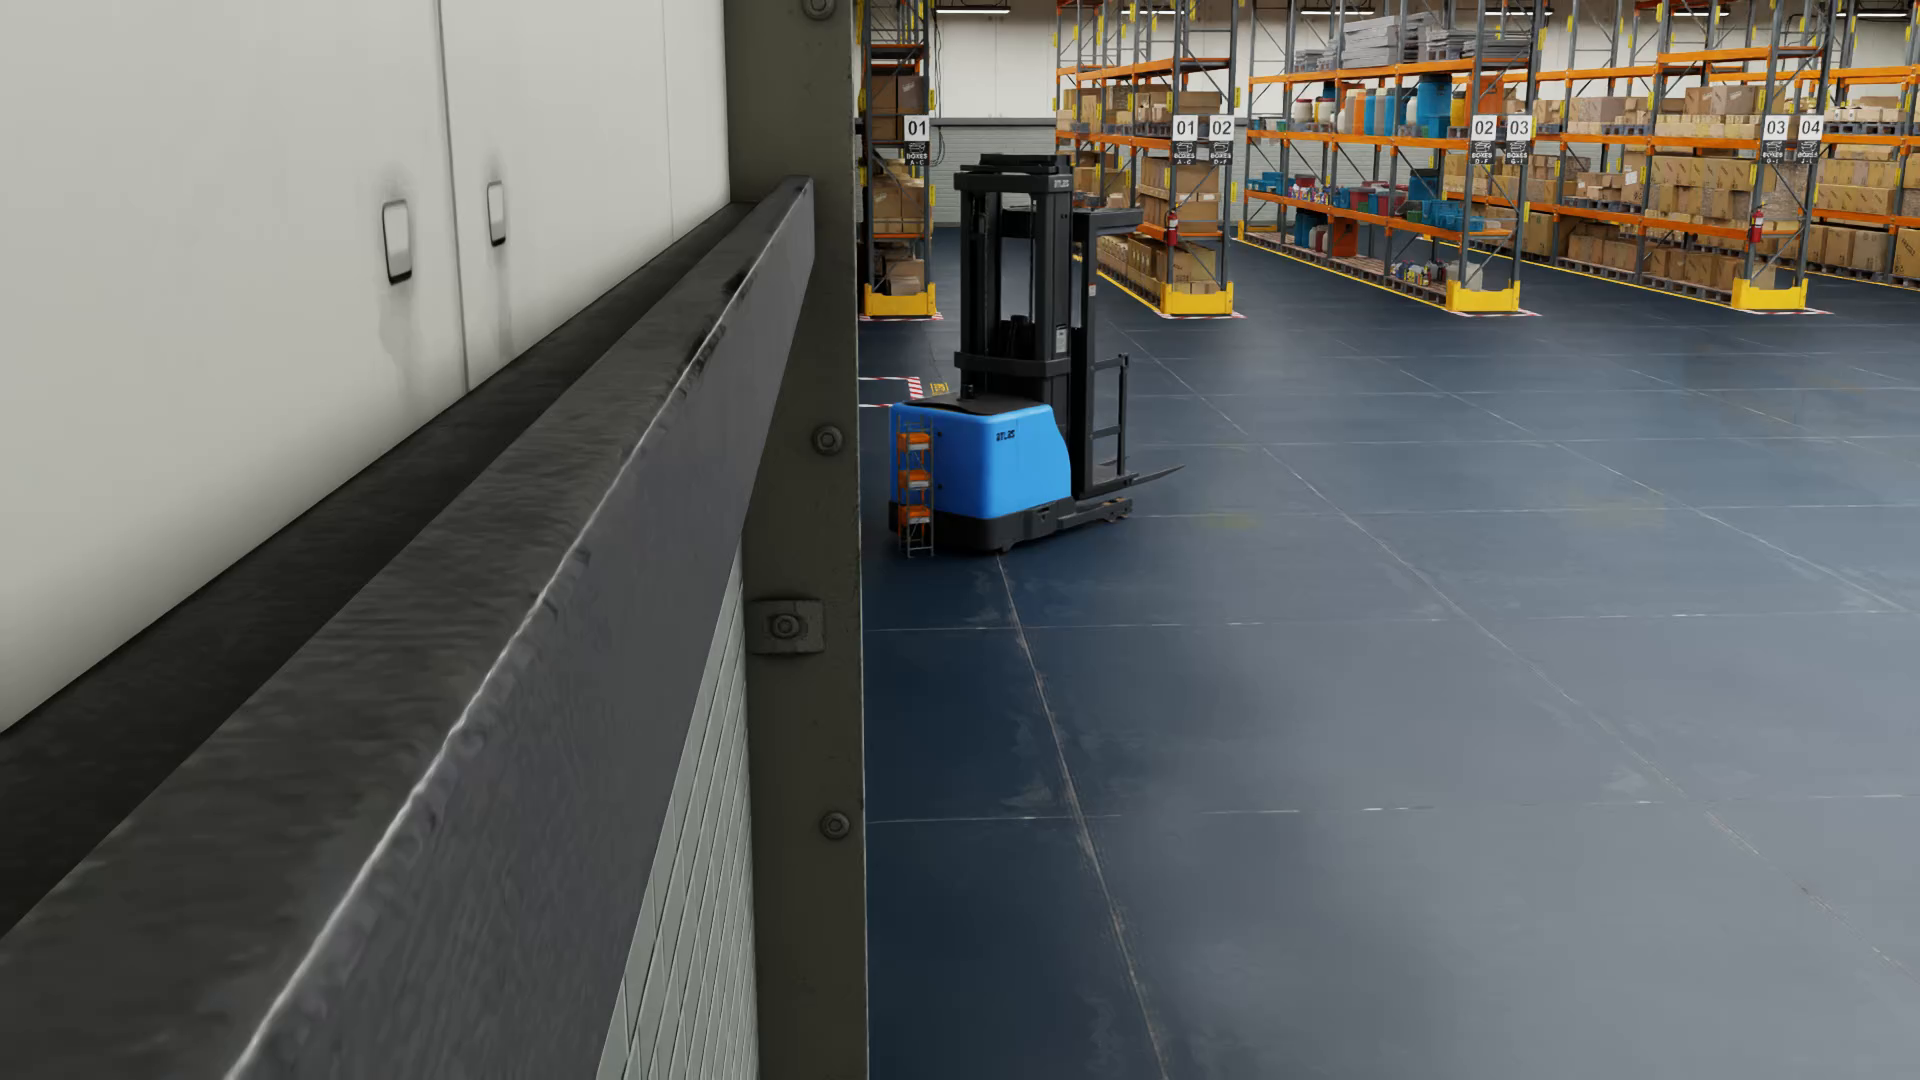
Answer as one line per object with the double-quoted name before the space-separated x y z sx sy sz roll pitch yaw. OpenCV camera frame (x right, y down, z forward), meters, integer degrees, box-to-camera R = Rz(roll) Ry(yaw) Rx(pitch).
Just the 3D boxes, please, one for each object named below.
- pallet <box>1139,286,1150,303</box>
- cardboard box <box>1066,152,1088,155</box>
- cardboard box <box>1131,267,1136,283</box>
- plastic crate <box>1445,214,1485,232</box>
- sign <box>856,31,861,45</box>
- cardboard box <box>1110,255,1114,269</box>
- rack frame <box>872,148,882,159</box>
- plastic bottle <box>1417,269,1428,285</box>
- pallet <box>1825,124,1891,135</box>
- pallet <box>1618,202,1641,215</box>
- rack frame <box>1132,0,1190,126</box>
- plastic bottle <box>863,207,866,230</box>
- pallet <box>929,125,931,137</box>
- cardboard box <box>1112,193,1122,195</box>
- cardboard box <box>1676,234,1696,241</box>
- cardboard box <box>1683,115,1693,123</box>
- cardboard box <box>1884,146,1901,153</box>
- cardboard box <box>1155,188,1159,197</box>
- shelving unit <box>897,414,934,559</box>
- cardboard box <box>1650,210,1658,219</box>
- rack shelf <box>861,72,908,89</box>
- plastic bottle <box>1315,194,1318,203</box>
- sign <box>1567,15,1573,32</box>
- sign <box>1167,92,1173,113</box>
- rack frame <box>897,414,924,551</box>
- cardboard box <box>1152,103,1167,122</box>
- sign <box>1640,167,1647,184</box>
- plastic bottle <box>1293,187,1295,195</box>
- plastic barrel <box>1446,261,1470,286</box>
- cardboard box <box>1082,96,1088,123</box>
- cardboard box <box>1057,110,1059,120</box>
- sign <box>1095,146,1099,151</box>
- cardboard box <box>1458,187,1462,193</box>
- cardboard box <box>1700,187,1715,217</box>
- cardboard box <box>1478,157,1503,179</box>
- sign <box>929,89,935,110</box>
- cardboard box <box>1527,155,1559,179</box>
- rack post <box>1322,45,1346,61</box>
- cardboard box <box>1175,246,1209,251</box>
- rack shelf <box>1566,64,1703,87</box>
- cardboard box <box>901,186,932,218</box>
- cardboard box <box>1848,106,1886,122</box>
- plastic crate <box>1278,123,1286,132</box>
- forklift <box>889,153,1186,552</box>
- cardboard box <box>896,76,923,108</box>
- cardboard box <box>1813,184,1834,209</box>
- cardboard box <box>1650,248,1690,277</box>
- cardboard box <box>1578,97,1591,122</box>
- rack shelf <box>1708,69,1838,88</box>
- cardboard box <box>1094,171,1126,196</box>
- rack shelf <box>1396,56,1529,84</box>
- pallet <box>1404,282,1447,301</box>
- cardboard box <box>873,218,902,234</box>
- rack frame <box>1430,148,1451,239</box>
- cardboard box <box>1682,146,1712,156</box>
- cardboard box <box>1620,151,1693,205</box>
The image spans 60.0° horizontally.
"pallet" 3.784 -4.400 29.703 1.003 0.211 1.213 -1 14 -3
"cardboard box" 2.847 -9.150 40.360 0.500 0.500 0.500 -1 14 -3
"cardboard box" 3.450 -4.880 30.649 0.500 0.250 0.500 -1 14 -3
"plastic crate" 8.560 -5.381 28.220 0.499 0.251 0.616 -1 14 -3
"sign" -2.544 -12.587 41.696 0.100 0.325 0.005 -1 14 -3
"cardboard box" 3.291 -5.603 33.458 0.500 0.250 0.500 -1 14 -2
"rack frame" -1.738 -8.165 38.741 0.949 2.616 0.053 -1 14 -3
"plastic bottle" 8.350 -4.741 30.015 0.152 0.276 0.135 -1 14 -3
"pallet" 18.459 -8.375 33.916 1.003 0.211 1.213 0 14 -1
"pallet" 13.683 -6.504 32.671 1.003 0.211 1.213 -1 14 -3
"rack frame" 3.698 -9.158 30.561 1.000 3.000 0.127 -1 14 -3
"plastic bottle" -1.370 -6.324 33.031 1.077 0.370 4.000 -1 14 -3
"pallet" -1.178 -7.692 31.261 1.213 0.211 1.003 -1 14 -3
"cardboard box" 3.429 -7.113 34.832 0.500 0.311 0.500 0 14 0
"cardboard box" 17.682 -7.361 40.494 0.380 0.149 0.250 -1 14 -3
"cardboard box" 13.366 -7.631 30.148 0.380 0.149 0.250 -1 14 -4
"cardboard box" 22.644 -9.466 40.288 0.380 0.149 0.250 -1 14 -5
"cardboard box" 3.634 -6.098 29.206 0.380 0.149 0.250 -1 14 -4
"shelving unit" -0.336 -0.406 12.496 0.215 1.050 0.252 -5 15 -17
"cardboard box" 13.301 -6.163 31.463 0.380 0.149 0.250 -1 14 -3
"rack shelf" -1.618 -10.031 36.200 1.077 0.370 4.000 -1 14 -3
"plastic bottle" 7.904 -7.553 36.759 0.097 0.201 0.097 0 14 0
"sign" 12.784 -10.825 34.846 0.100 0.325 0.005 -1 14 -3
"sign" 3.403 -7.096 26.949 0.100 0.325 0.005 -1 14 -3
"rack frame" -0.374 -0.435 12.609 0.200 1.050 0.008 -5 15 -17
"cardboard box" 3.577 -7.359 28.645 0.500 0.311 0.500 1 14 3
"sign" 13.032 -6.956 31.719 0.100 0.325 0.005 -1 14 -3
"plastic bottle" 7.783 -8.072 38.638 0.097 0.271 0.097 0 14 0
"plastic barrel" 8.742 -4.619 29.110 0.421 0.512 0.421 0 14 0
"cardboard box" 3.160 -9.869 38.099 0.600 0.600 0.600 -2 15 -9
"cardboard box" 2.727 -10.728 41.978 0.500 0.250 0.500 -1 14 -3
"sign" 3.510 -9.955 42.738 0.100 0.325 0.005 -1 14 -3
"cardboard box" 12.649 -8.726 41.427 0.380 0.149 0.250 -1 14 -3
"cardboard box" 13.688 -5.987 29.479 0.875 0.500 0.500 -1 14 -3
"cardboard box" 12.794 -8.939 39.949 0.500 0.500 0.500 0 14 -2
"sign" -0.457 -7.065 26.692 0.100 0.325 0.005 -1 14 -3
"cardboard box" 13.223 -8.445 37.614 0.797 0.503 0.637 0 14 -2
"rack post" 8.308 -10.371 35.429 0.954 0.300 0.937 -1 14 -3
"cardboard box" 4.058 -4.878 29.137 0.500 0.500 0.500 -1 14 -3
"rack shelf" 13.462 -9.266 33.225 1.077 0.370 4.000 -1 14 -3
"cardboard box" -0.728 -5.604 27.544 0.500 0.500 0.500 -1 14 -3
"cardboard box" 18.214 -8.550 33.353 0.500 0.311 0.500 -1 14 -5
"plastic crate" 7.818 -9.769 39.379 0.450 0.188 0.662 -1 14 -3
"forklift" 0.773 -1.634 13.494 1.130 2.935 3.031 12 19 38
"cardboard box" -0.780 -7.275 27.015 0.500 0.500 0.500 -2 15 -7
"cardboard box" 18.118 -7.132 34.525 0.500 0.500 0.500 -1 14 -3
"cardboard box" 13.570 -5.298 31.770 0.500 0.500 0.500 -1 14 -5
"cardboard box" 13.138 -8.896 34.357 0.500 0.500 0.500 -1 14 -3
"rack shelf" 18.170 -10.312 37.291 1.077 0.370 4.000 -1 14 -3
"cardboard box" 3.299 -7.654 35.712 0.700 0.500 0.500 -6 16 -22
"rack shelf" 8.766 -8.194 29.061 1.077 0.370 4.000 -1 14 -3
"pallet" 8.721 -4.506 30.116 1.003 0.211 1.213 -1 14 -3
"cardboard box" -1.221 -5.231 27.598 0.500 0.250 0.500 -1 14 -3
"rack frame" 12.842 -9.389 43.499 1.000 3.000 0.127 -1 14 -3
"cardboard box" 17.747 -9.235 40.096 0.500 0.500 0.500 -1 14 -5
"cardboard box" 13.676 -7.098 32.549 1.000 1.000 1.000 -1 14 -3
